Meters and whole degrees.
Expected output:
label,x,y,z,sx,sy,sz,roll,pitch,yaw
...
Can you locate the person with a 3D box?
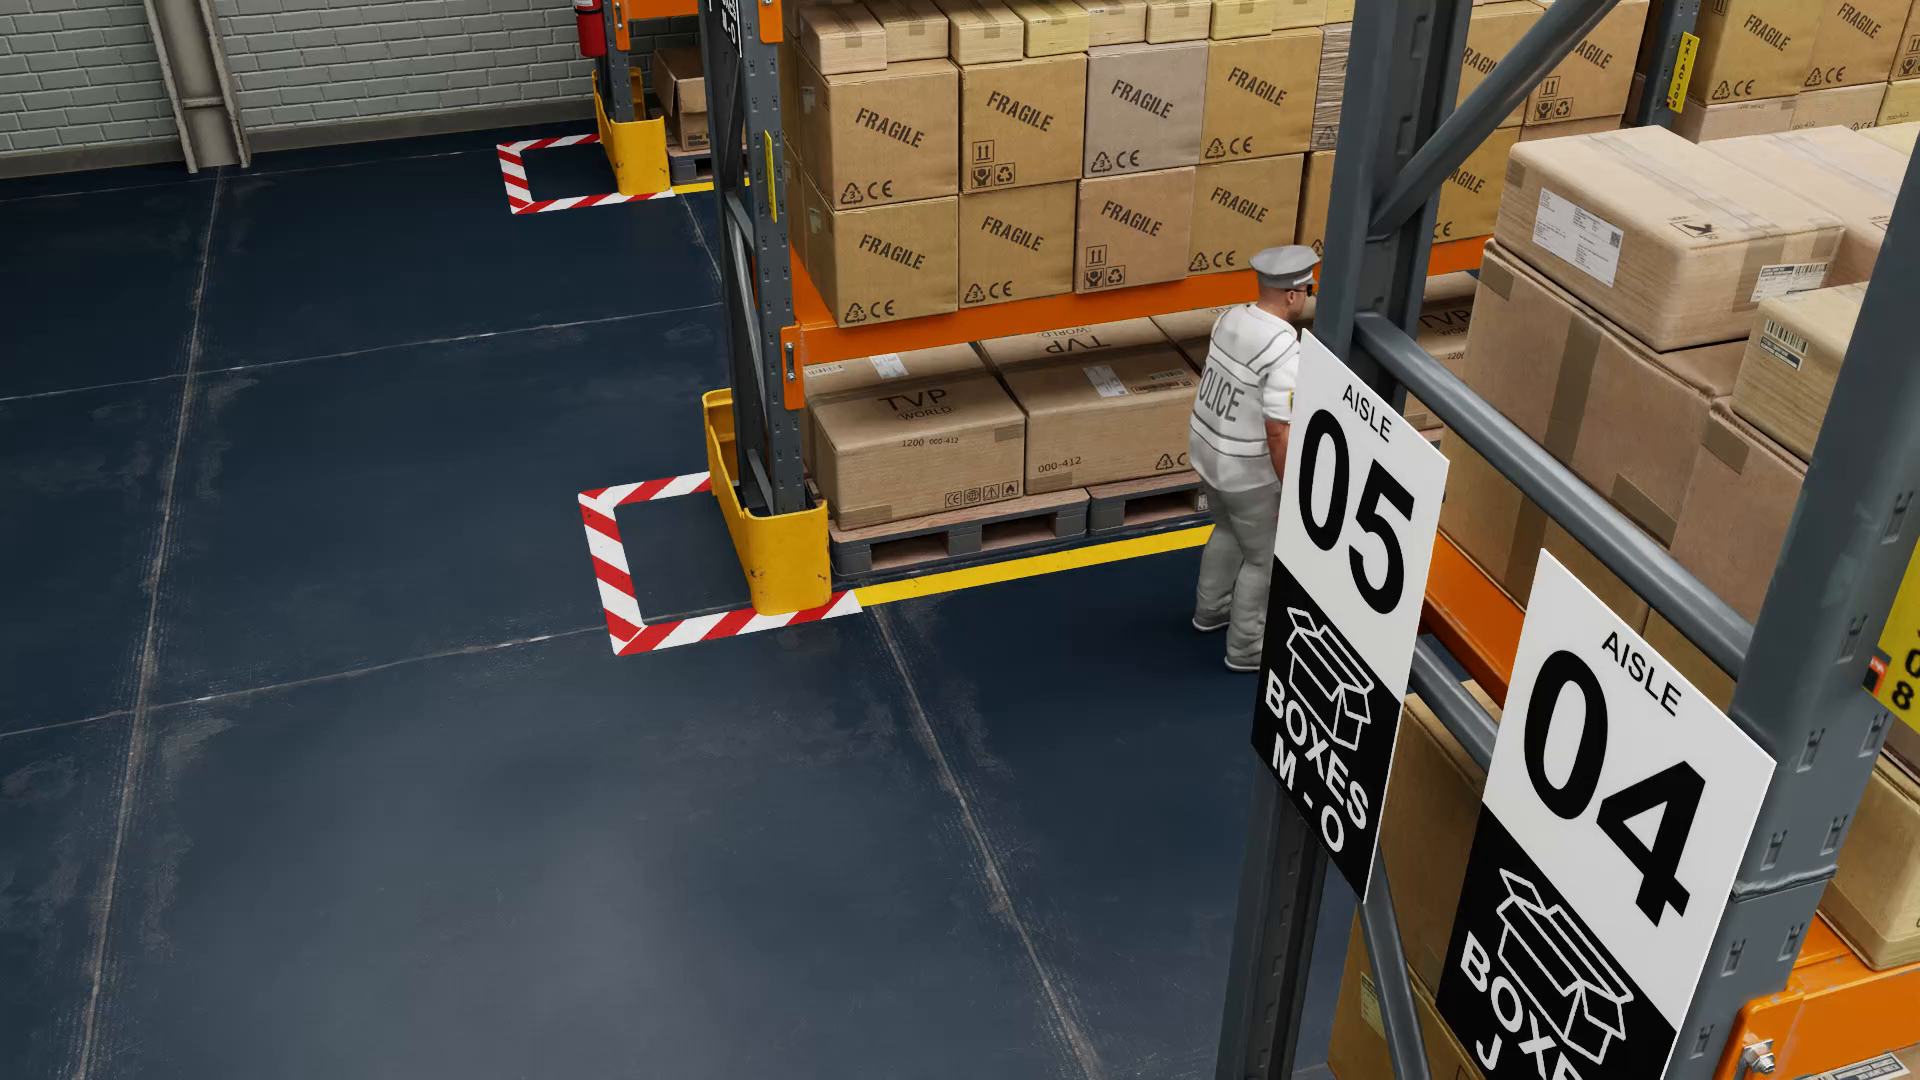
label,x,y,z,sx,sy,sz,roll,pitch,yaw
person,1.144,-0.306,6.594,0.437,1.747,0.604,-12,36,-18
